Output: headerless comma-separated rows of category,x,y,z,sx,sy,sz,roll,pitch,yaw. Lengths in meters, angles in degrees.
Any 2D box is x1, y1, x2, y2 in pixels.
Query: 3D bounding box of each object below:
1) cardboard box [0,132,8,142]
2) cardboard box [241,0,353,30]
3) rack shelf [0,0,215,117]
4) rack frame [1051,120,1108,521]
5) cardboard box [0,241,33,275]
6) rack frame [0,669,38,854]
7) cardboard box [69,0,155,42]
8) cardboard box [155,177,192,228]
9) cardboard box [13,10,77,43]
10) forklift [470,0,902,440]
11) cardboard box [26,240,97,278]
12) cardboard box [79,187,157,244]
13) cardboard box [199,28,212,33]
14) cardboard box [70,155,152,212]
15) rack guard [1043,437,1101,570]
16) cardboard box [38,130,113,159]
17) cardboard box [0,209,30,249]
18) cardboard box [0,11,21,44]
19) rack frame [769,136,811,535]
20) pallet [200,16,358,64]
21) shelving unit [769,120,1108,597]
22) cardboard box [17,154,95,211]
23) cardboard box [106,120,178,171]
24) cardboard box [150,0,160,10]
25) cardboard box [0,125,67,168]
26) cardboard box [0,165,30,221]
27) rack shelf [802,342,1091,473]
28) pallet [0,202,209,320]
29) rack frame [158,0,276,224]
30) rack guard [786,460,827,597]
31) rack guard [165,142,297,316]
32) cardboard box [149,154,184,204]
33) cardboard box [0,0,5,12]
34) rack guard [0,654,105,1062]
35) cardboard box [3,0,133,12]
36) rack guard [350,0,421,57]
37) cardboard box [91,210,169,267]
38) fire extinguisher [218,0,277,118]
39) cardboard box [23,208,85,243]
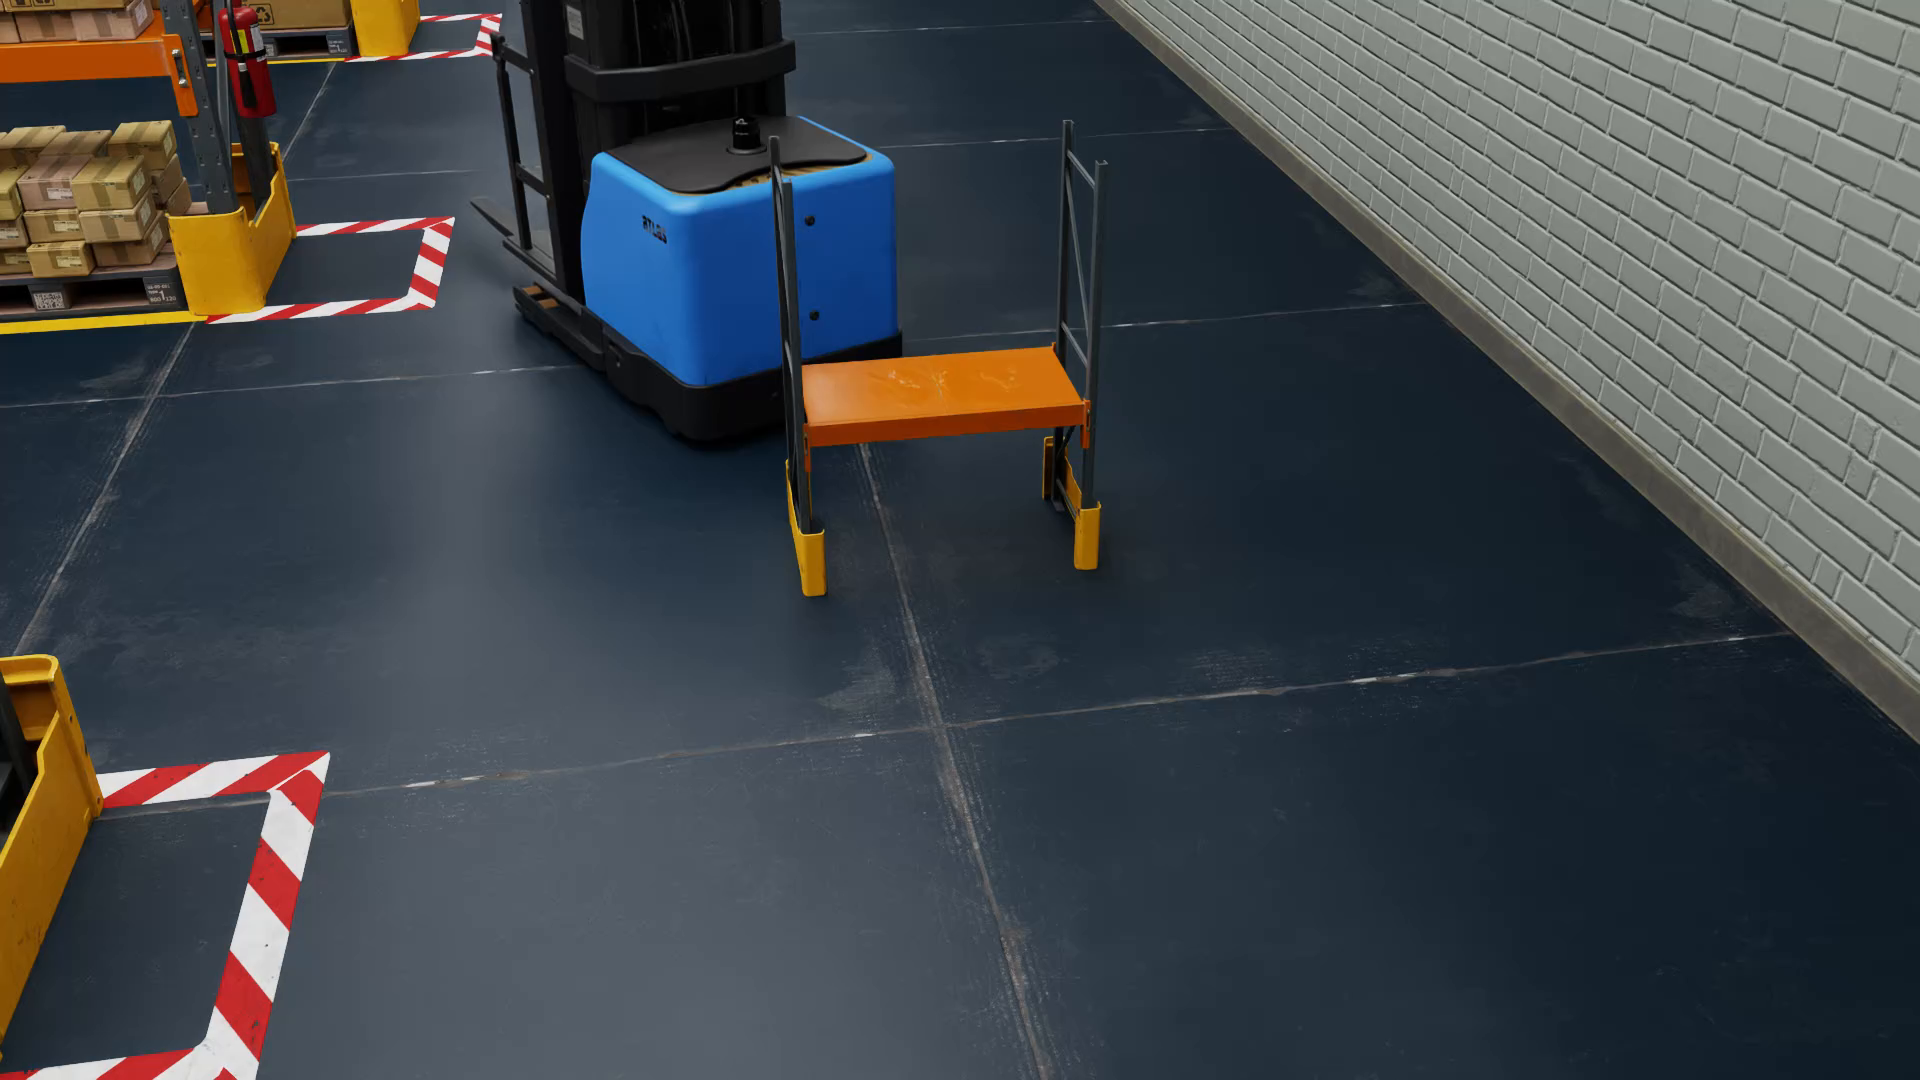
cardboard box,-4.949,-1.914,8.358,0.250,0.149,0.380,-7,31,-11
cardboard box,-5.032,-4.342,12.356,0.875,0.875,0.875,-5,31,-9
rack shelf,-5.590,-2.200,7.742,4.000,0.370,1.077,-5,31,-9
rack frame,0.416,-0.685,5.936,0.032,1.500,0.500,-5,31,-9
cardboard box,-4.613,-1.437,8.134,0.250,0.149,0.380,-5,31,-9
rack frame,-2.632,-0.234,3.688,0.127,3.000,1.000,-5,31,-9
cardboard box,-3.893,-2.414,7.643,0.250,0.149,0.380,-5,31,-9
cardboard box,-4.196,-1.756,8.676,0.250,0.149,0.380,-5,31,-8
cardboard box,-4.144,-2.410,7.636,0.250,0.149,0.380,-5,31,-9
forklift,-1.499,-2.369,7.388,1.130,2.935,3.031,-19,36,-29
cardboard box,-4.338,-1.419,8.102,0.250,0.149,0.380,-4,31,-7
cardboard box,-4.091,-1.582,8.087,0.250,0.149,0.380,-6,31,-10
cardboard box,-5.927,-4.258,12.215,0.875,0.875,0.875,-5,31,-9
cardboard box,-4.098,-1.726,8.038,0.250,0.149,0.380,-5,31,-8
rack guard,0.415,-0.146,6.252,0.087,0.250,0.587,-5,31,-9
cardboard box,-4.449,-1.937,8.397,0.250,0.149,0.380,-5,31,-8
cardboard box,-4.602,-1.534,8.004,0.250,0.149,0.380,-7,31,-11
cardboard box,-4.388,-2.379,7.585,0.250,0.149,0.380,-6,31,-9
rack frame,-0.584,-0.592,5.778,0.032,1.500,0.500,-5,31,-9
pallet,-5.189,-3.861,12.607,1.213,0.211,1.003,-5,31,-9
shelving unit,-0.075,-0.640,5.858,1.083,1.500,0.587,-5,31,-9
cardboard box,-4.356,-1.732,8.048,0.250,0.149,0.380,-5,31,-8
cardboard box,-4.200,-2.023,8.542,0.250,0.149,0.380,-7,31,-11
cardboard box,-4.001,-2.718,8.161,0.250,0.149,0.380,-6,31,-9
cardboard box,-4.720,-1.978,8.467,0.250,0.149,0.380,-5,31,-9
cardboard box,-4.587,-1.645,7.900,0.250,0.149,0.380,-6,31,-10
rack shelf,-0.084,-0.484,5.948,1.000,0.185,0.538,-5,31,-9
pallet,-4.503,-1.427,8.469,1.213,0.211,1.003,-5,31,-9
rack frame,-3.623,-2.693,7.870,0.127,3.000,1.000,-5,31,-9
rack guard,-0.565,-0.055,6.097,0.087,0.250,0.587,-5,31,-9
rack guard,-3.698,-1.608,8.492,0.348,0.500,1.175,-5,31,-9
cardboard box,-4.185,-1.853,8.547,0.250,0.149,0.380,-4,31,-7
cardboard box,-4.526,-2.650,7.405,0.500,0.500,0.500,-6,31,-10
rack guard,-2.608,0.842,4.326,0.348,0.500,1.175,-5,31,-9
cardboard box,-4.019,-2.695,7.481,0.500,0.500,0.500,-5,31,-8
rack guard,-4.393,-4.099,12.728,0.348,0.500,1.175,-5,31,-9
cardboard box,-4.103,-1.493,8.227,0.250,0.149,0.380,-5,31,-8
fire extinguisher,-3.292,-2.291,7.632,0.183,0.674,0.296,-5,31,-9
cardboard box,-4.358,-1.585,8.092,0.250,0.149,0.380,-6,31,-10
